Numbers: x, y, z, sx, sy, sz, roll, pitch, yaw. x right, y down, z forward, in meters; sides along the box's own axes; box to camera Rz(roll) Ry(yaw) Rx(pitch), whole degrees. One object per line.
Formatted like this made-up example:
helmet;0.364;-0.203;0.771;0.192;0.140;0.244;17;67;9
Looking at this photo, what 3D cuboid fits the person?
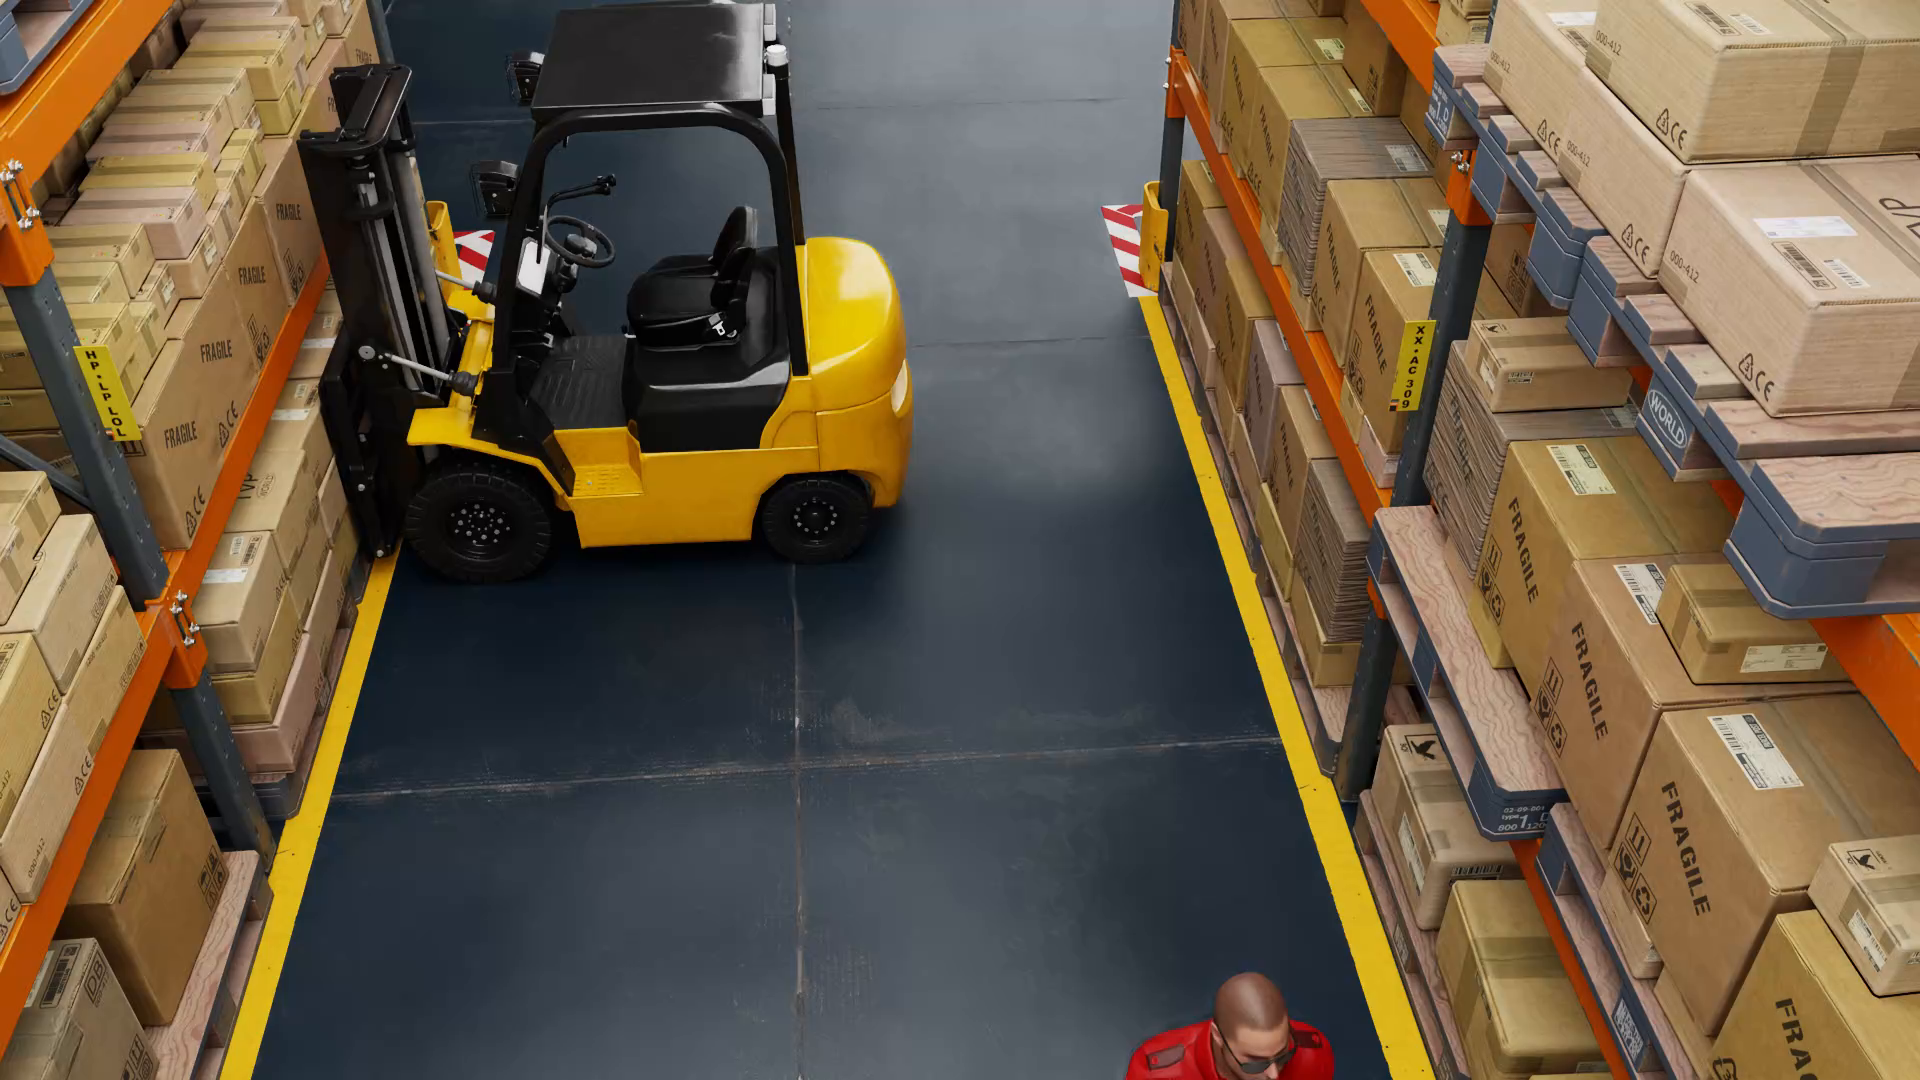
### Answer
person;0.620;1.603;4.172;0.536;1.674;1.071;-2;39;-2
